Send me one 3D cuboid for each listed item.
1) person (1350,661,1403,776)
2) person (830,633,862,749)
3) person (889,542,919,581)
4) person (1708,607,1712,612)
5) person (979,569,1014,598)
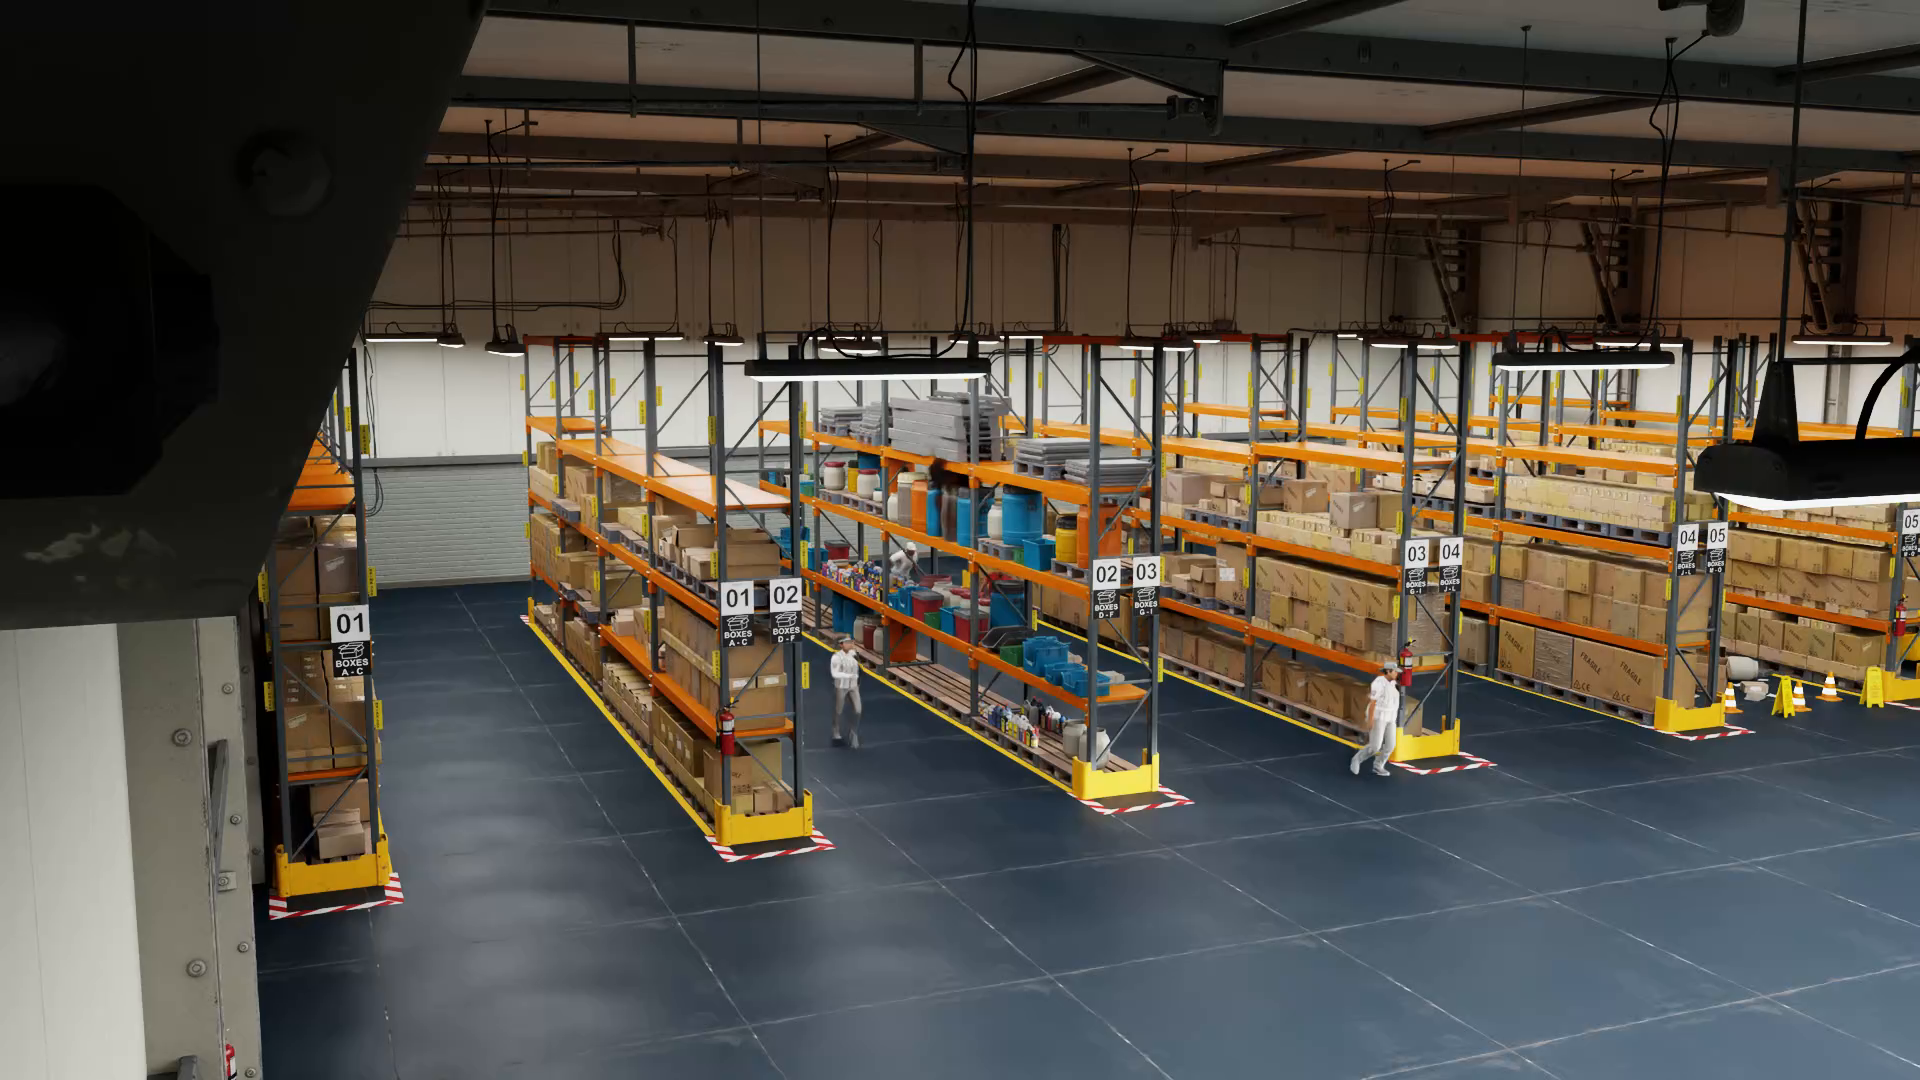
[{"bbox_3d":[5.769,2.468,23.033,0.622,1.627,0.574,-6,9,-36],"label":"person"},{"bbox_3d":[-1.697,2.224,24.686,0.548,1.740,0.811,-4,9,-28],"label":"person"},{"bbox_3d":[-1.259,0.793,35.926,0.722,1.570,0.929,-6,10,-39],"label":"person"},{"bbox_3d":[15.799,0.687,35.661,0.655,1.766,1.000,-5,9,-32],"label":"person"},{"bbox_3d":[0.681,1.235,32.165,0.807,1.640,0.726,1,8,4],"label":"person"}]
